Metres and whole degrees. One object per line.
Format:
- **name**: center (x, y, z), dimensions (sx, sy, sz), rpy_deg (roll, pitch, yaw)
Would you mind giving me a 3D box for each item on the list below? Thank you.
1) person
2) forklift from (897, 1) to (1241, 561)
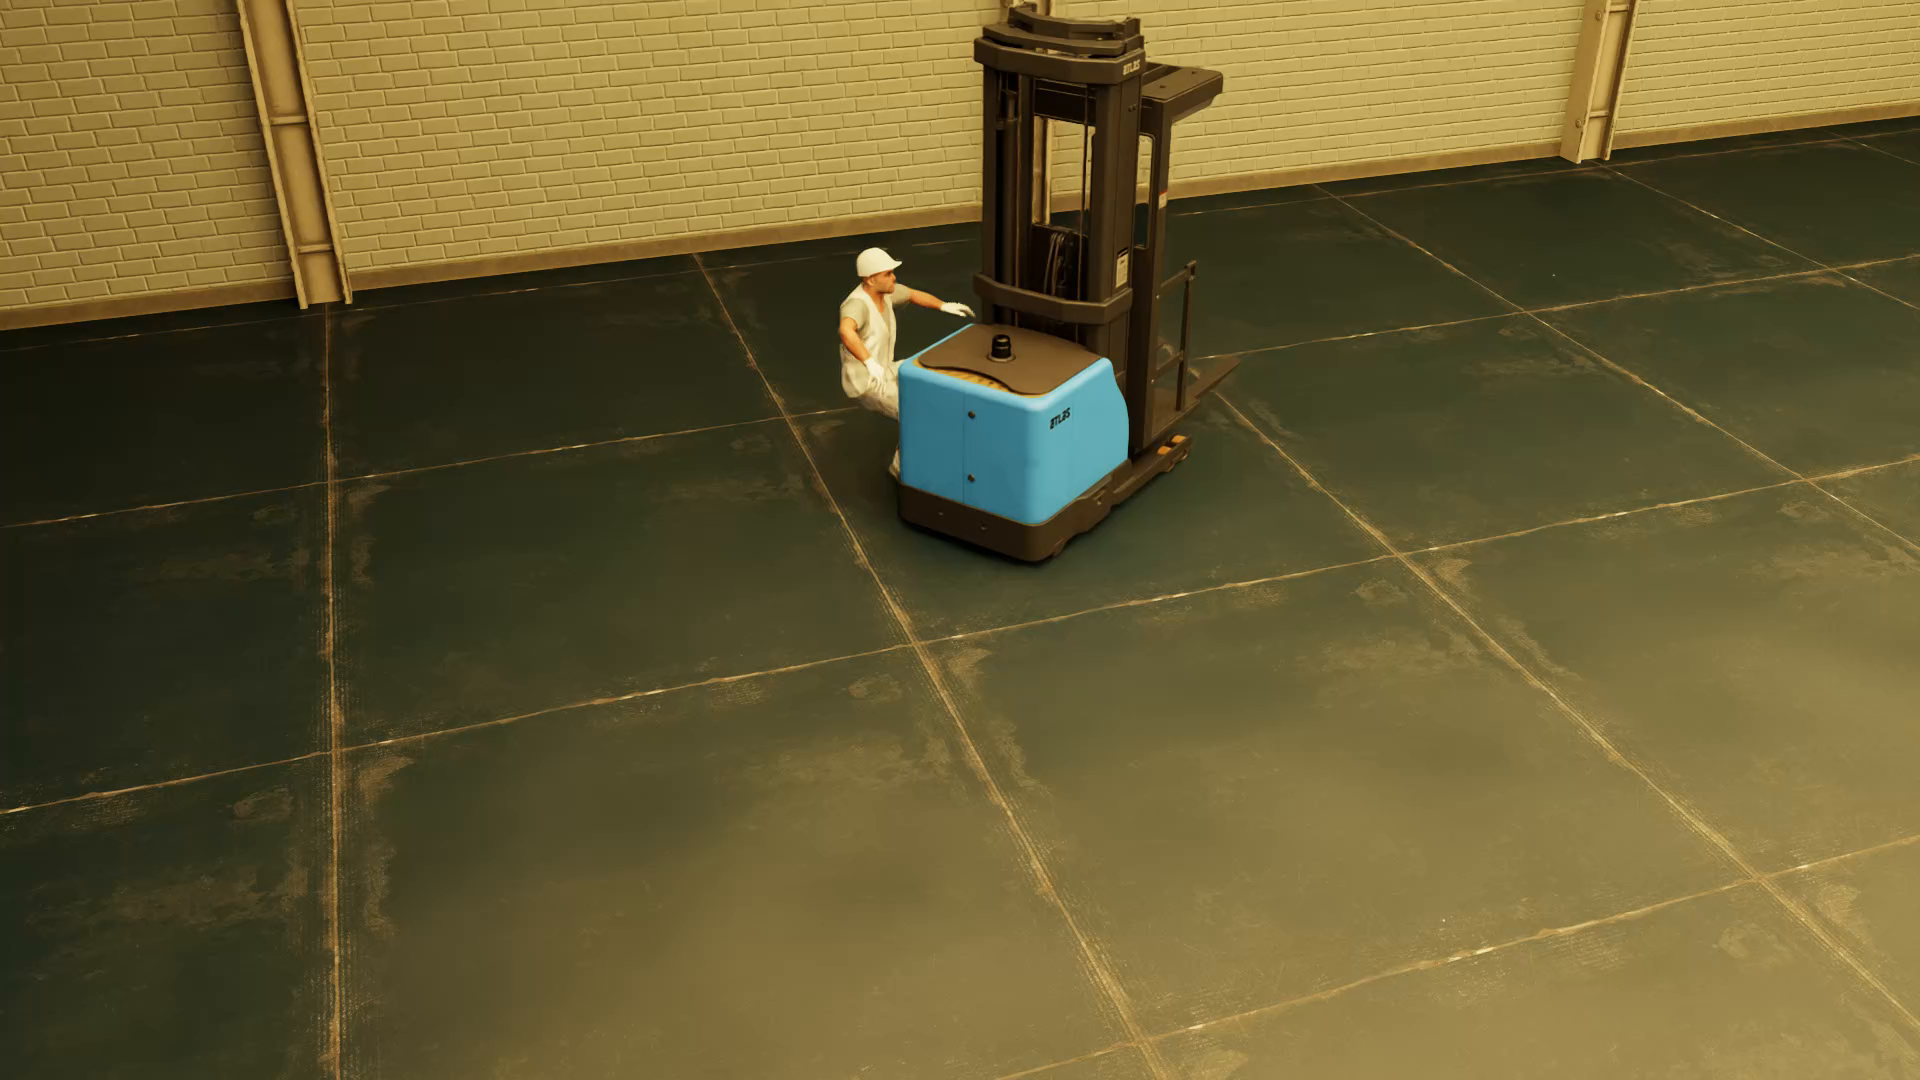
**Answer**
- **person**: center (-0.305, -1.016, 10.136), dimensions (0.859, 1.499, 1.136), rpy_deg (7, 31, 12)
- **forklift**: center (0.869, -1.834, 10.274), dimensions (1.130, 2.935, 3.031), rpy_deg (19, 35, 29)
